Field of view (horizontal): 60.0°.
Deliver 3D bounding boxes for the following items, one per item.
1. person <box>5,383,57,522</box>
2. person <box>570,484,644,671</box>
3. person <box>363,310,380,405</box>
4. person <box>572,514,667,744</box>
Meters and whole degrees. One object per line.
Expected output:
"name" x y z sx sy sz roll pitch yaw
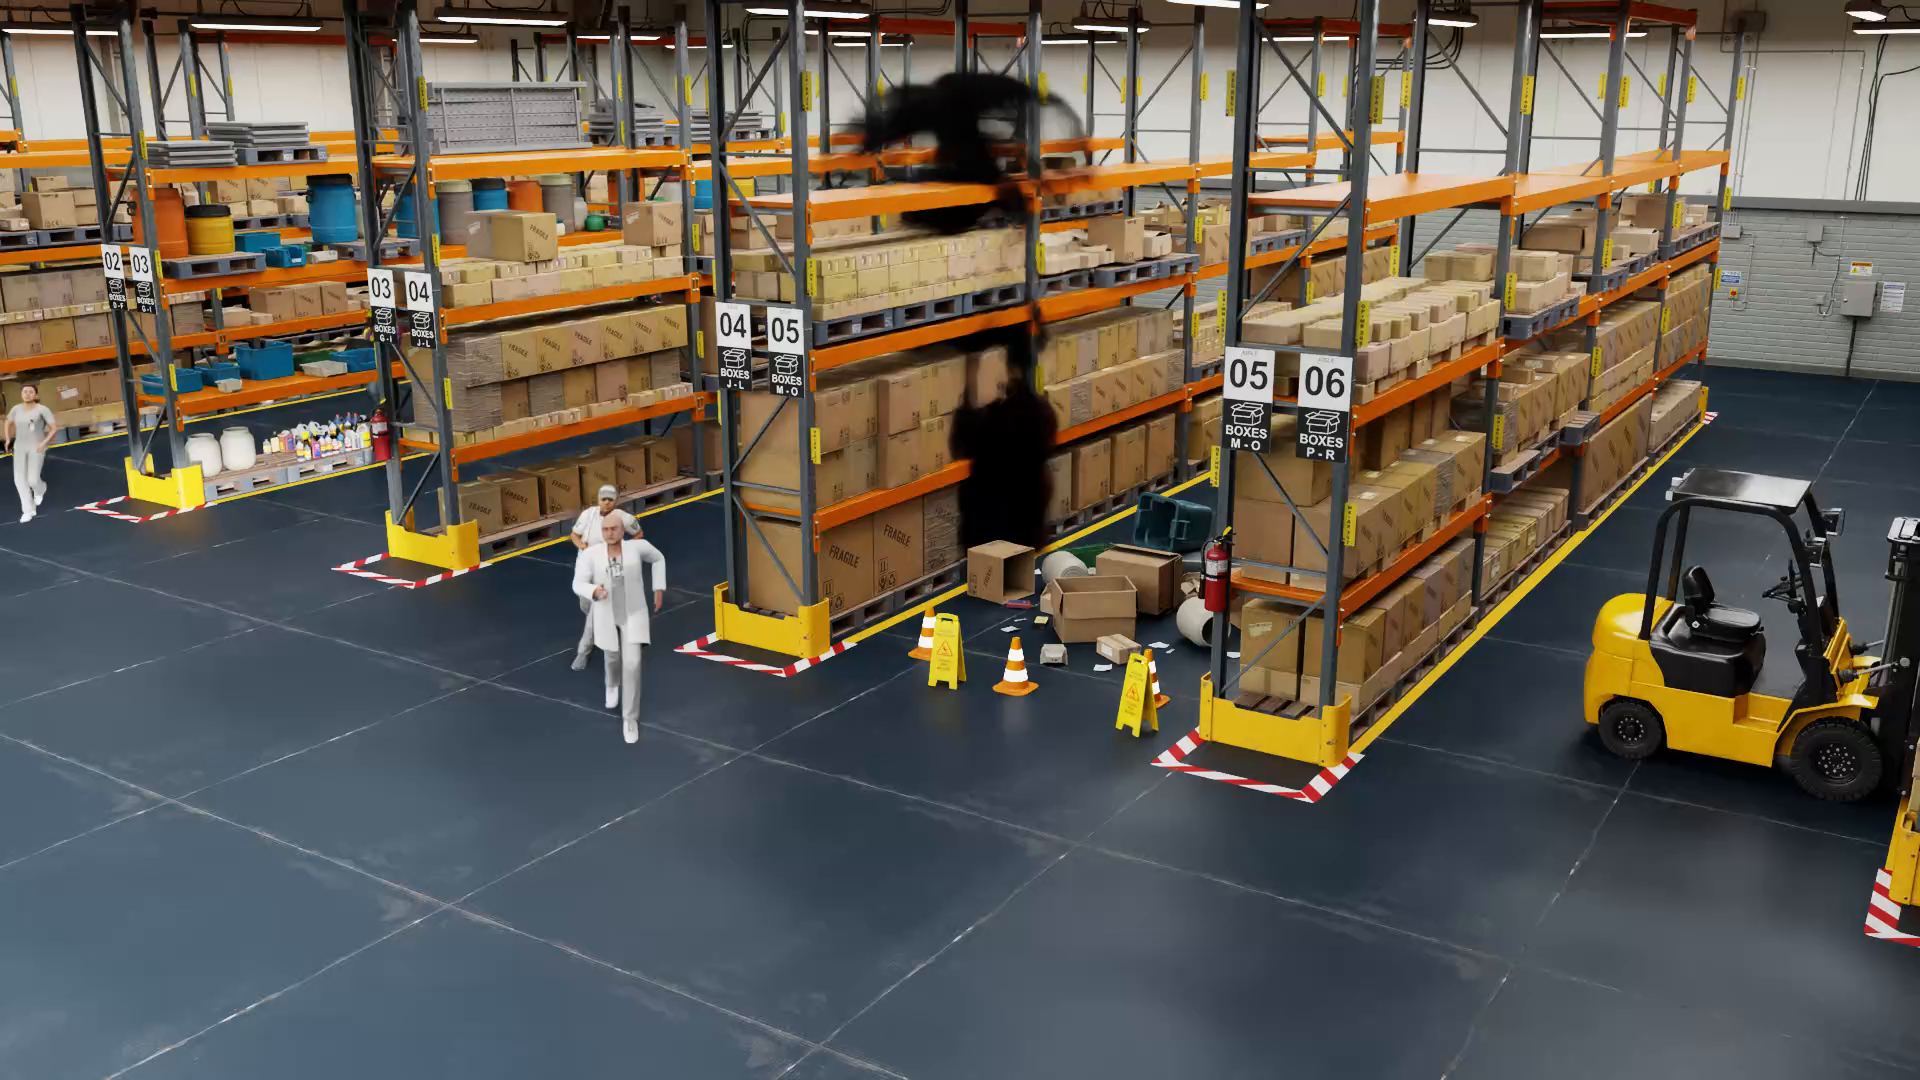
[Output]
"person" -11.228 -1.083 20.115 0.605 1.645 0.649 -2 16 -6
"person" -3.233 0.284 15.164 0.643 1.655 0.883 2 16 6
"person" -8.998 -2.680 25.615 0.674 1.721 0.569 10 18 32
"person" -2.755 0.652 13.582 0.729 1.833 0.993 -1 16 -5
